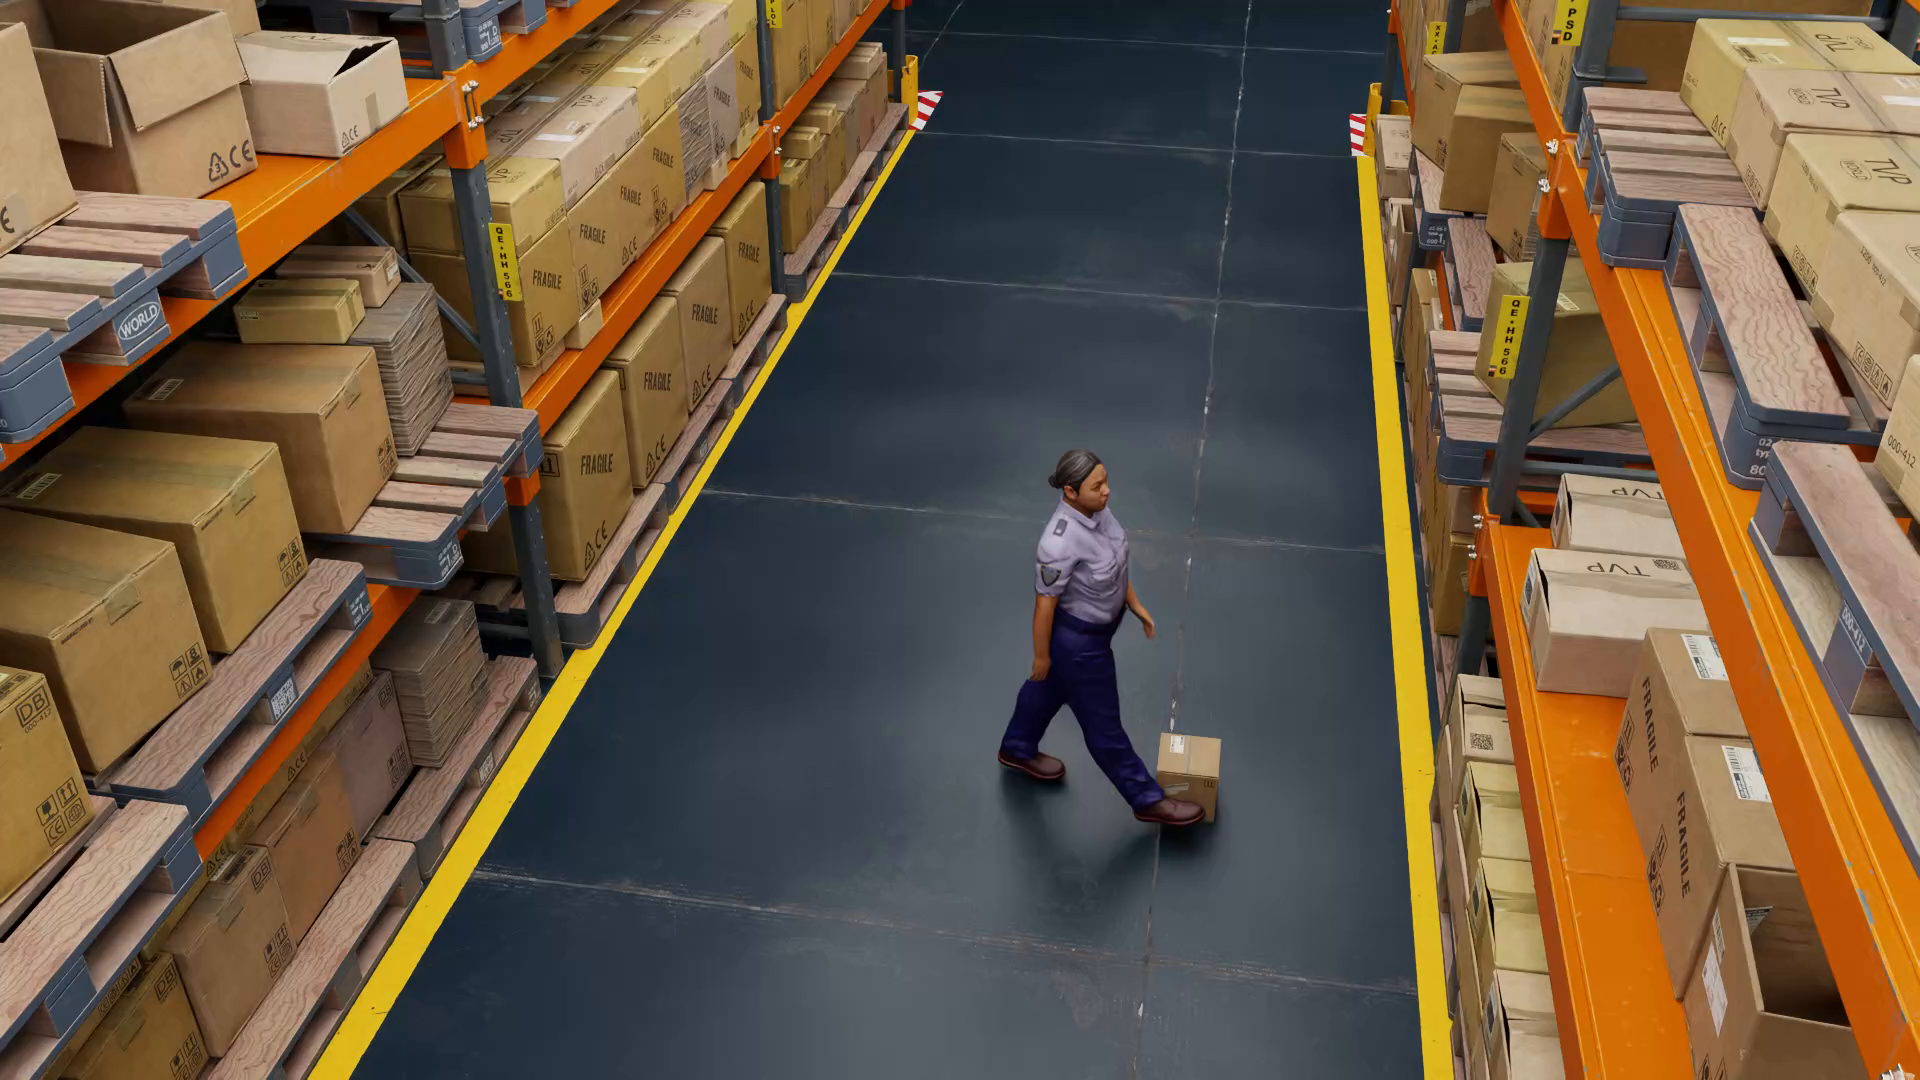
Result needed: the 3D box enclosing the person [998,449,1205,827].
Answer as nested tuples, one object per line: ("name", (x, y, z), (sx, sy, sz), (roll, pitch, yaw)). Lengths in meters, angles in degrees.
("person", (0.592, 0.366, 6.562), (0.922, 1.609, 0.484), (9, 34, 13))
